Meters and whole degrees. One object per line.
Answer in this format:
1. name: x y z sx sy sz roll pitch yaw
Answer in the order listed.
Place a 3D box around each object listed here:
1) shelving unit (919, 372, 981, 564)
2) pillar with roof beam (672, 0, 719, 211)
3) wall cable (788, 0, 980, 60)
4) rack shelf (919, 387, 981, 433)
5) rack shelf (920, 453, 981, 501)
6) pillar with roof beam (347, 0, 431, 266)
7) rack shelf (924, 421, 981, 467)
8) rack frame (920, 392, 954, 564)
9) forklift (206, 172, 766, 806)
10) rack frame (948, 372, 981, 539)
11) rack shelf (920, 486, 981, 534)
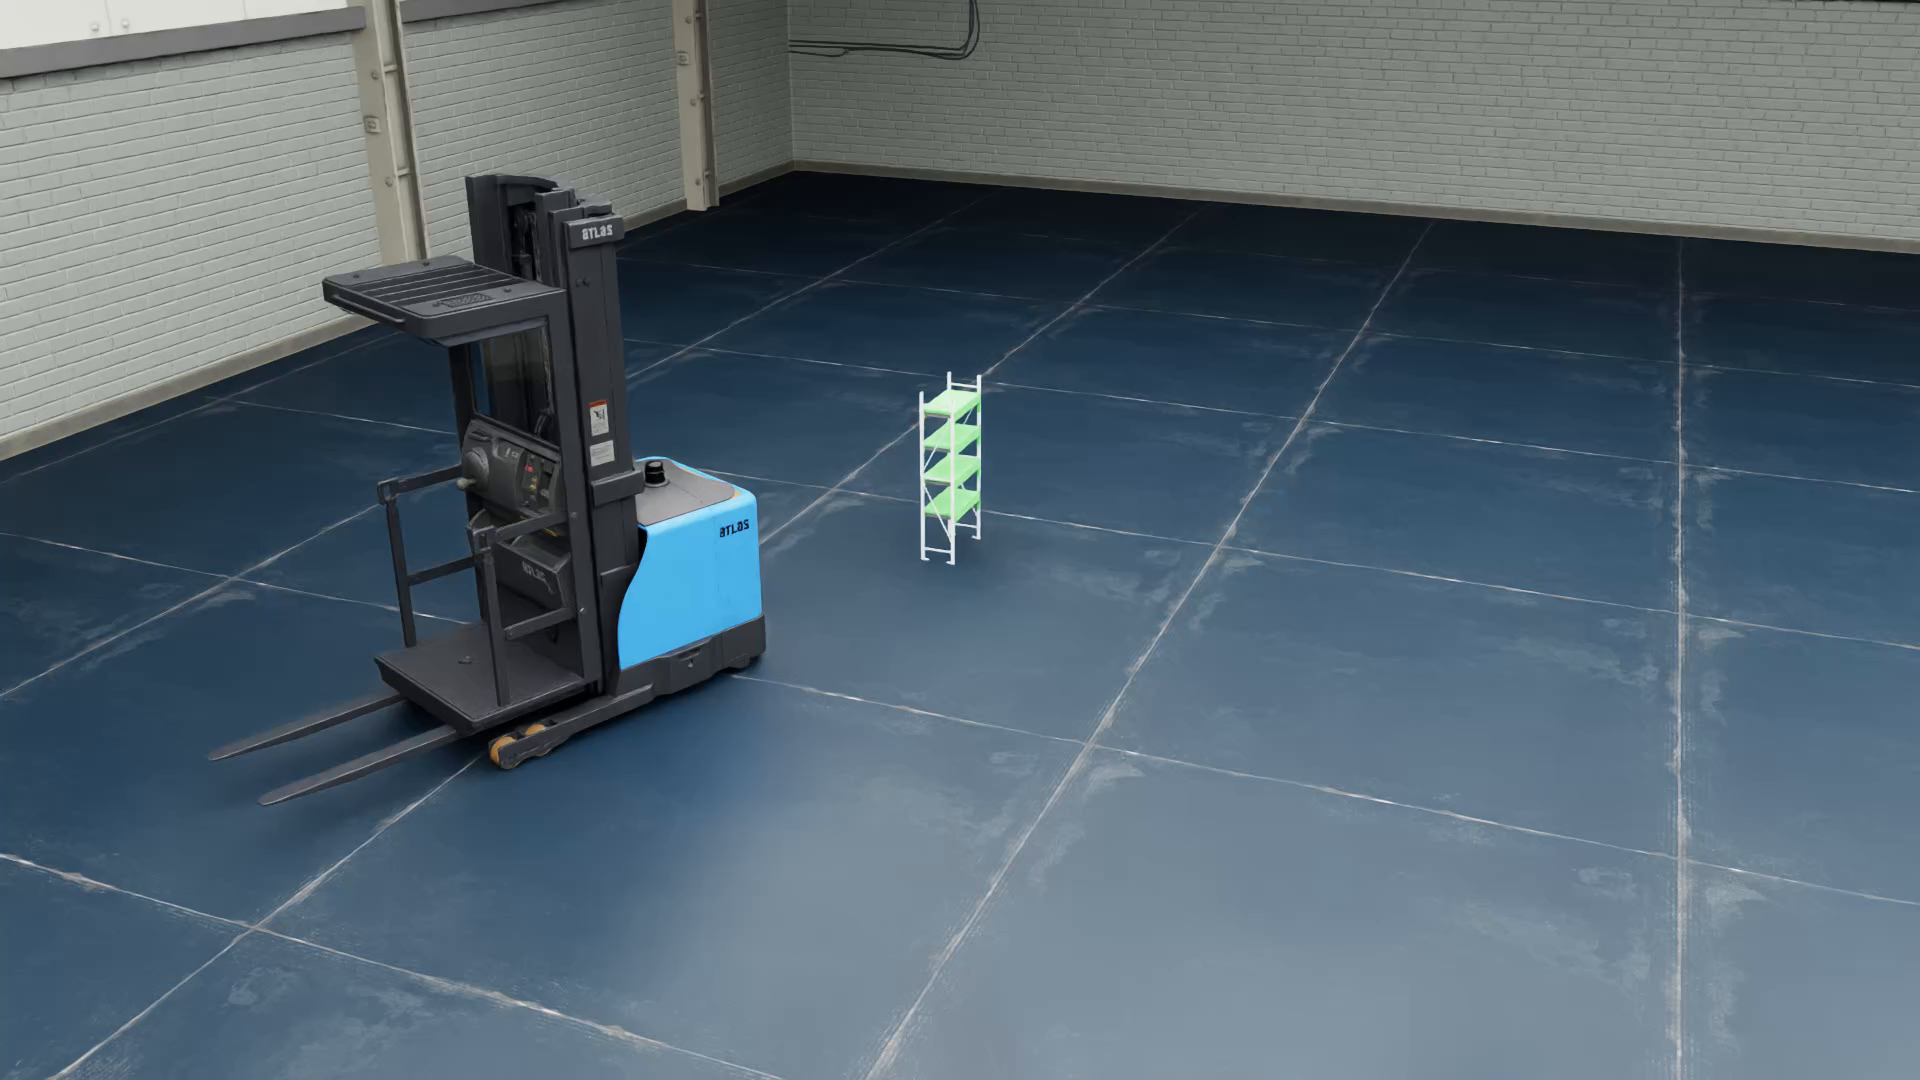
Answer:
1. shelving unit: -0.061 -0.494 11.377 0.258 1.200 0.503 9 24 20
2. pillar with roof beam: 0.504 -8.049 19.344 9.100 9.000 0.400 9 24 20
3. wall cable: -1.171 -8.097 23.489 3.097 2.526 0.112 9 24 20
4. rack shelf: -0.062 -0.878 11.217 0.258 0.148 0.480 9 24 20
5. rack shelf: -0.061 -0.435 11.402 0.258 0.148 0.480 9 24 20
6. pillar with roof beam: -1.724 -5.902 14.204 9.100 9.000 0.400 9 24 20
7. rack shelf: -0.061 -0.657 11.309 0.258 0.148 0.480 9 24 20
8. rack frame: -0.152 -0.407 11.168 0.240 1.200 0.015 9 24 20
9. forklift: -2.561 -0.360 8.810 1.130 2.935 3.031 21 31 41
10. rack frame: 0.029 -0.582 11.586 0.240 1.200 0.015 9 24 20
11. rack shelf: -0.061 -0.214 11.494 0.258 0.148 0.480 9 24 20
